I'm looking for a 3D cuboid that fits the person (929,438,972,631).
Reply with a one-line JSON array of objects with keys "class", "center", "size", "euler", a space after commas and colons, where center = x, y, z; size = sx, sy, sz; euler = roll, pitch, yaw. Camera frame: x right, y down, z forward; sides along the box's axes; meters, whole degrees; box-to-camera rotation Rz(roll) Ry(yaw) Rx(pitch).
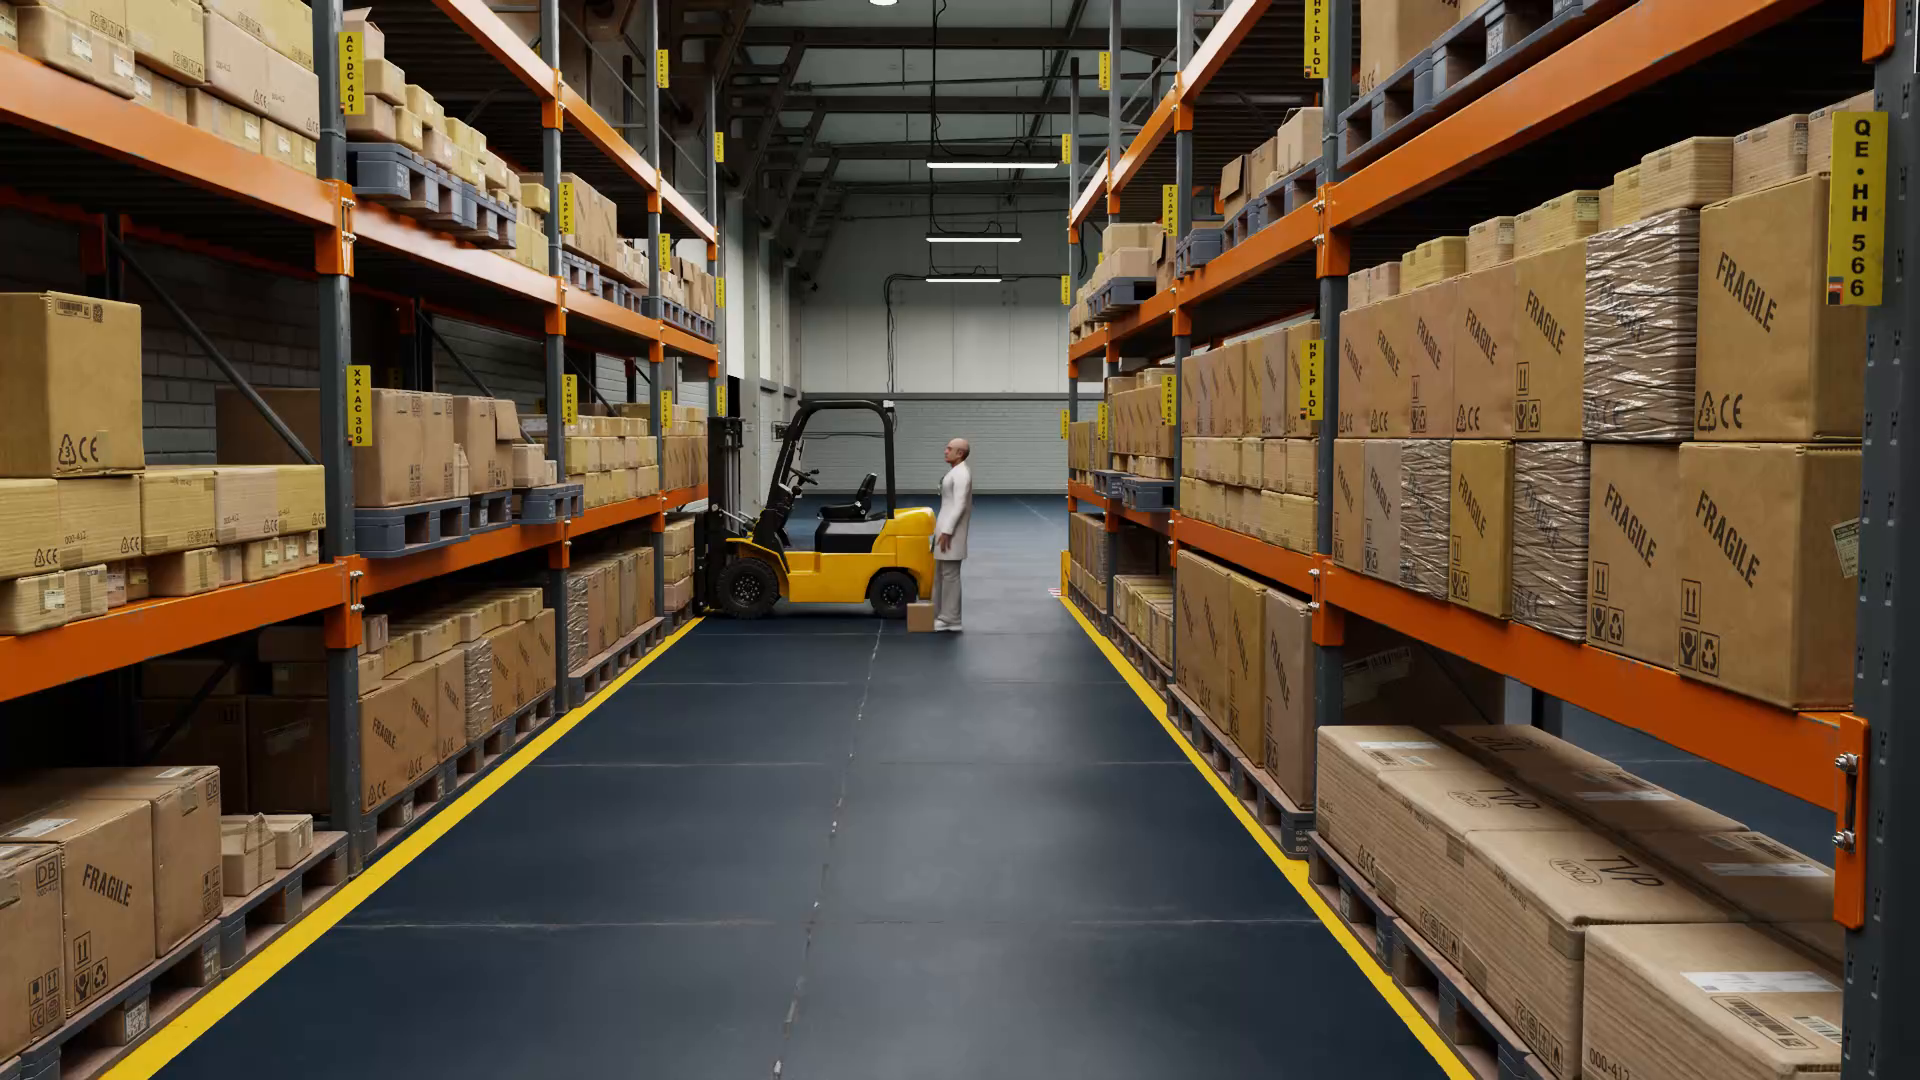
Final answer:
[{"class": "person", "center": [-0.176, -0.051, 15.364], "size": [0.581, 1.776, 0.678], "euler": [0, 4, -1]}]
